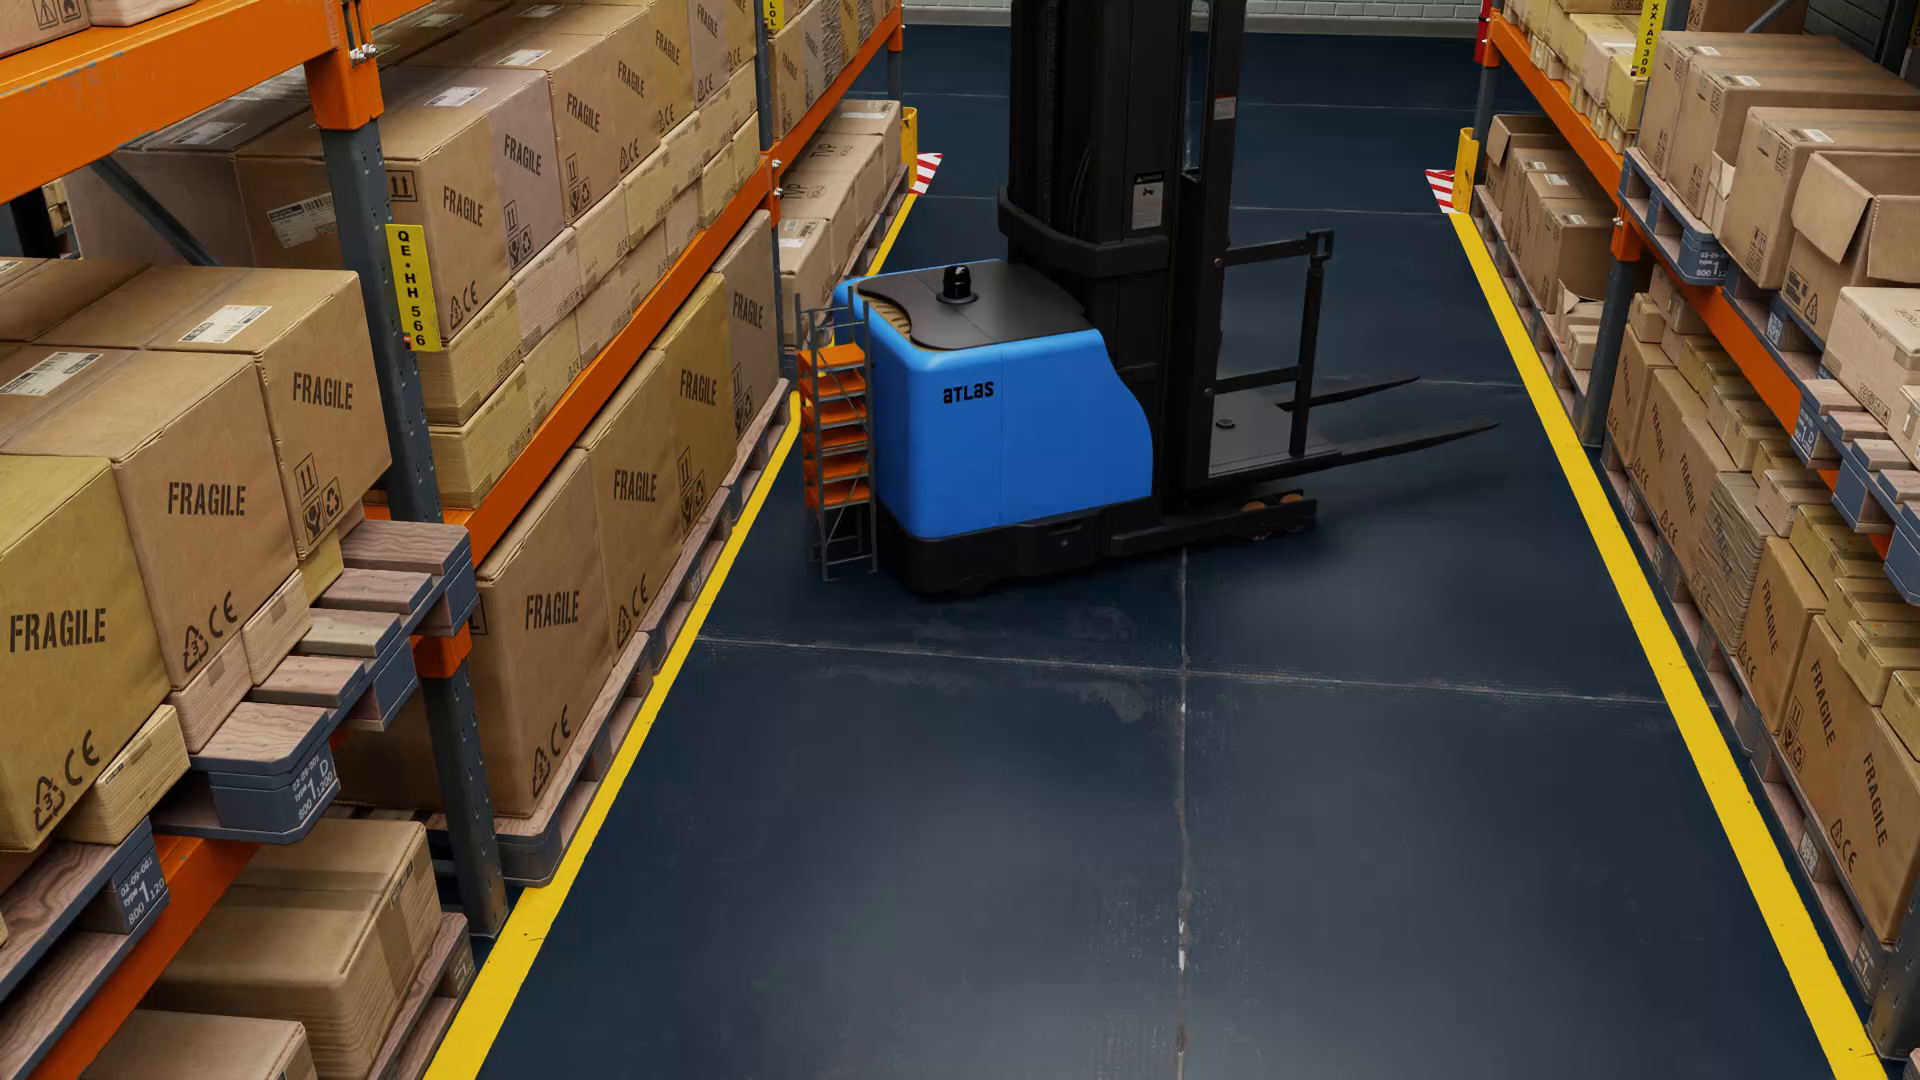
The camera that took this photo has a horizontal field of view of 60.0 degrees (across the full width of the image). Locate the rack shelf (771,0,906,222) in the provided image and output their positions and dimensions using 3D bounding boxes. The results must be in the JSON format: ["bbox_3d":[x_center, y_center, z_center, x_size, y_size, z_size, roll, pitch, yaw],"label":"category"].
[{"bbox_3d":[-1.153,-2.678,9.816,1.077,0.370,4.000,3,28,6],"label":"rack shelf"}]

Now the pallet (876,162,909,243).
[{"bbox_3d":[-0.928,-2.327,11.347,1.003,0.211,1.213,3,28,6],"label":"pallet"}]

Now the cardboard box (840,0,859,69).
[{"bbox_3d":[-0.884,-3.016,9.579,0.500,0.500,0.500,4,29,8],"label":"cardboard box"}]

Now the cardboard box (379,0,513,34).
[{"bbox_3d":[-1.893,-1.626,5.946,0.500,0.500,0.500,3,28,5],"label":"cardboard box"}]

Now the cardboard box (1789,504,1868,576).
[{"bbox_3d":[3.034,0.009,5.580,0.380,0.149,0.250,3,28,5],"label":"cardboard box"}]

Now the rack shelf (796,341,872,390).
[{"bbox_3d":[-0.500,-0.695,6.607,0.258,0.103,0.180,-11,30,-20],"label":"rack shelf"}]

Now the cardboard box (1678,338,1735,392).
[{"bbox_3d":[3.243,-0.727,6.945,0.380,0.149,0.250,2,28,4],"label":"cardboard box"}]

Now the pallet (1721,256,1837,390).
[{"bbox_3d":[3.272,-0.715,5.616,1.003,0.211,1.213,3,28,6],"label":"pallet"}]

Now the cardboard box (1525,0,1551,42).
[{"bbox_3d":[3.575,-3.040,9.575,0.500,0.250,0.500,3,28,5],"label":"cardboard box"}]

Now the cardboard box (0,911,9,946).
[{"bbox_3d":[-1.806,0.657,2.689,0.380,0.149,0.250,2,28,5],"label":"cardboard box"}]

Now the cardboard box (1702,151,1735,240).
[{"bbox_3d":[2.978,-1.260,6.126,0.396,0.266,0.258,5,29,9],"label":"cardboard box"}]

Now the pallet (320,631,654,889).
[{"bbox_3d":[-1.717,0.691,5.745,1.003,0.211,1.213,3,28,6],"label":"pallet"}]

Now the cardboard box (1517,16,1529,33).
[{"bbox_3d":[3.721,-3.277,10.436,0.380,0.149,0.250,4,29,7],"label":"cardboard box"}]

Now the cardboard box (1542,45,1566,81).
[{"bbox_3d":[3.487,-2.671,9.310,0.380,0.149,0.250,4,29,7],"label":"cardboard box"}]

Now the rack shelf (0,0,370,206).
[{"bbox_3d":[-2.133,-0.233,2.115,1.077,0.370,4.000,3,28,6],"label":"rack shelf"}]

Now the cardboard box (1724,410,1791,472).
[{"bbox_3d":[3.123,-0.365,6.273,0.380,0.149,0.250,4,29,8],"label":"cardboard box"}]

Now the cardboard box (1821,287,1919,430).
[{"bbox_3d":[2.847,-0.518,4.764,0.500,0.250,0.500,2,28,4],"label":"cardboard box"}]

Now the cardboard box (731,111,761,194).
[{"bbox_3d":[-1.203,-1.761,7.515,0.500,0.250,0.500,3,28,5],"label":"cardboard box"}]

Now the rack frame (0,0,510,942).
[{"bbox_3d":[-1.888,-0.170,4.403,1.000,3.000,0.127,3,28,6],"label":"rack frame"}]

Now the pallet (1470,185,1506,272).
[{"bbox_3d":[3.913,-2.010,10.759,1.003,0.211,1.213,3,28,6],"label":"pallet"}]

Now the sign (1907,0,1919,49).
[{"bbox_3d":[4.080,-2.246,7.035,0.100,0.325,0.005,3,28,6],"label":"sign"}]

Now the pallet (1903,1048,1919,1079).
[{"bbox_3d":[2.899,1.729,3.817,1.003,0.211,1.213,3,28,6],"label":"pallet"}]

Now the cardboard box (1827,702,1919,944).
[{"bbox_3d":[2.877,0.821,4.757,0.500,0.500,0.500,4,29,8],"label":"cardboard box"}]

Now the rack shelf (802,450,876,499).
[{"bbox_3d":[-0.497,-0.271,6.832,0.258,0.103,0.180,-11,30,-20],"label":"rack shelf"}]

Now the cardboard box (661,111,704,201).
[{"bbox_3d":[-1.322,-1.506,6.513,0.500,0.250,0.500,4,29,7],"label":"cardboard box"}]

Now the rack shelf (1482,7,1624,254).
[{"bbox_3d":[3.774,-2.391,9.284,1.077,0.370,4.000,3,28,6],"label":"rack shelf"}]

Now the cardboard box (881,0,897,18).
[{"bbox_3d":[-0.704,-3.737,10.919,0.500,0.500,0.500,4,29,6],"label":"cardboard box"}]

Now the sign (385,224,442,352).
[{"bbox_3d":[-1.348,-0.618,4.097,0.100,0.325,0.005,3,28,6],"label":"sign"}]

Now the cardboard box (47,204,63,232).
[{"bbox_3d":[-5.841,-1.989,10.342,0.380,0.149,0.250,3,28,5],"label":"cardboard box"}]

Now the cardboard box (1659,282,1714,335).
[{"bbox_3d":[3.236,-0.989,7.118,0.380,0.149,0.250,2,28,4],"label":"cardboard box"}]

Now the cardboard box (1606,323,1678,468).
[{"bbox_3d":[3.246,-0.636,7.461,0.500,0.500,0.500,5,29,8],"label":"cardboard box"}]

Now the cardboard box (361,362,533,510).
[{"bbox_3d":[-1.578,-0.320,4.839,0.500,0.250,0.500,3,28,5],"label":"cardboard box"}]

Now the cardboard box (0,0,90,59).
[{"bbox_3d":[-2.014,-1.089,2.841,0.700,0.500,0.500,3,28,6],"label":"cardboard box"}]

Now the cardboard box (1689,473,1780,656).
[{"bbox_3d":[3.055,0.094,6.107,0.500,0.500,0.500,2,28,4],"label":"cardboard box"}]

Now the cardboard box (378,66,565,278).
[{"bbox_3d":[-1.534,-1.106,4.981,0.500,0.500,0.500,3,29,6],"label":"cardboard box"}]

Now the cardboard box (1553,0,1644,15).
[{"bbox_3d":[3.512,-3.140,8.970,0.500,0.500,0.500,4,29,7],"label":"cardboard box"}]

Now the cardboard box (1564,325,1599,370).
[{"bbox_3d":[3.306,-0.975,8.461,0.380,0.149,0.250,3,28,5],"label":"cardboard box"}]

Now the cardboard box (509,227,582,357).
[{"bbox_3d":[-1.517,-0.792,5.188,0.500,0.250,0.500,4,29,7],"label":"cardboard box"}]

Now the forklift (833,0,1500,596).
[{"bbox_3d":[1.015,-1.507,6.957,3.031,2.935,1.130,-11,30,-20],"label":"forklift"}]

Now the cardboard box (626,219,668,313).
[{"bbox_3d":[-1.406,-1.042,6.179,0.500,0.250,0.500,3,28,6],"label":"cardboard box"}]

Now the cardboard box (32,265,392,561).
[{"bbox_3d":[-1.668,-0.300,3.782,0.500,0.500,0.500,3,28,5],"label":"cardboard box"}]

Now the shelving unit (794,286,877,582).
[{"bbox_3d":[-0.498,-0.416,6.755,0.258,1.200,0.189,-11,30,-20],"label":"shelving unit"}]

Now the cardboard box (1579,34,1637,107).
[{"bbox_3d":[3.396,-2.322,8.242,0.500,0.250,0.500,3,29,6],"label":"cardboard box"}]

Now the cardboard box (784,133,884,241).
[{"bbox_3d":[-0.993,-2.245,10.513,0.875,0.438,0.875,4,29,8],"label":"cardboard box"}]

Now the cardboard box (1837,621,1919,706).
[{"bbox_3d":[2.850,0.369,4.911,0.380,0.149,0.250,2,28,4],"label":"cardboard box"}]

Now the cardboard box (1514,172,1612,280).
[{"bbox_3d":[3.542,-1.808,9.636,0.500,0.500,0.500,4,29,7],"label":"cardboard box"}]

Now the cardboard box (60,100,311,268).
[{"bbox_3d":[-2.084,-0.913,4.622,0.500,0.500,0.500,3,28,5],"label":"cardboard box"}]

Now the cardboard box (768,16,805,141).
[{"bbox_3d":[-1.081,-2.303,8.256,0.500,0.500,0.500,4,29,8],"label":"cardboard box"}]

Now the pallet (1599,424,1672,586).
[{"bbox_3d":[3.467,-0.154,7.313,1.003,0.211,1.213,3,28,6],"label":"pallet"}]

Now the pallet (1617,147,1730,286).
[{"bbox_3d":[3.323,-1.312,6.725,1.003,0.211,1.213,3,28,6],"label":"pallet"}]

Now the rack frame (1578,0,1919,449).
[{"bbox_3d":[3.529,-1.766,7.366,1.000,3.000,0.127,3,28,6],"label":"rack frame"}]

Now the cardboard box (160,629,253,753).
[{"bbox_3d":[-1.681,0.293,3.365,0.380,0.149,0.250,2,28,4],"label":"cardboard box"}]

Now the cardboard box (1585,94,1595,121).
[{"bbox_3d":[3.394,-2.190,8.417,0.380,0.149,0.250,4,29,8],"label":"cardboard box"}]

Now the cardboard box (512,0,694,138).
[{"bbox_3d":[-1.341,-1.831,6.326,0.500,0.500,0.500,4,29,8],"label":"cardboard box"}]

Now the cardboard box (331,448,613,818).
[{"bbox_3d":[-1.721,0.260,5.402,0.875,0.875,0.875,3,28,6],"label":"cardboard box"}]

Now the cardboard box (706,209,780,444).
[{"bbox_3d":[-1.395,-1.006,7.752,0.875,0.875,0.875,4,29,8],"label":"cardboard box"}]

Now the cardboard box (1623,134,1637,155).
[{"bbox_3d":[3.317,-1.821,7.731,0.380,0.149,0.250,4,29,7],"label":"cardboard box"}]

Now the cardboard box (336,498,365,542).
[{"bbox_3d":[-1.695,-0.076,4.051,0.380,0.149,0.250,4,29,8],"label":"cardboard box"}]
